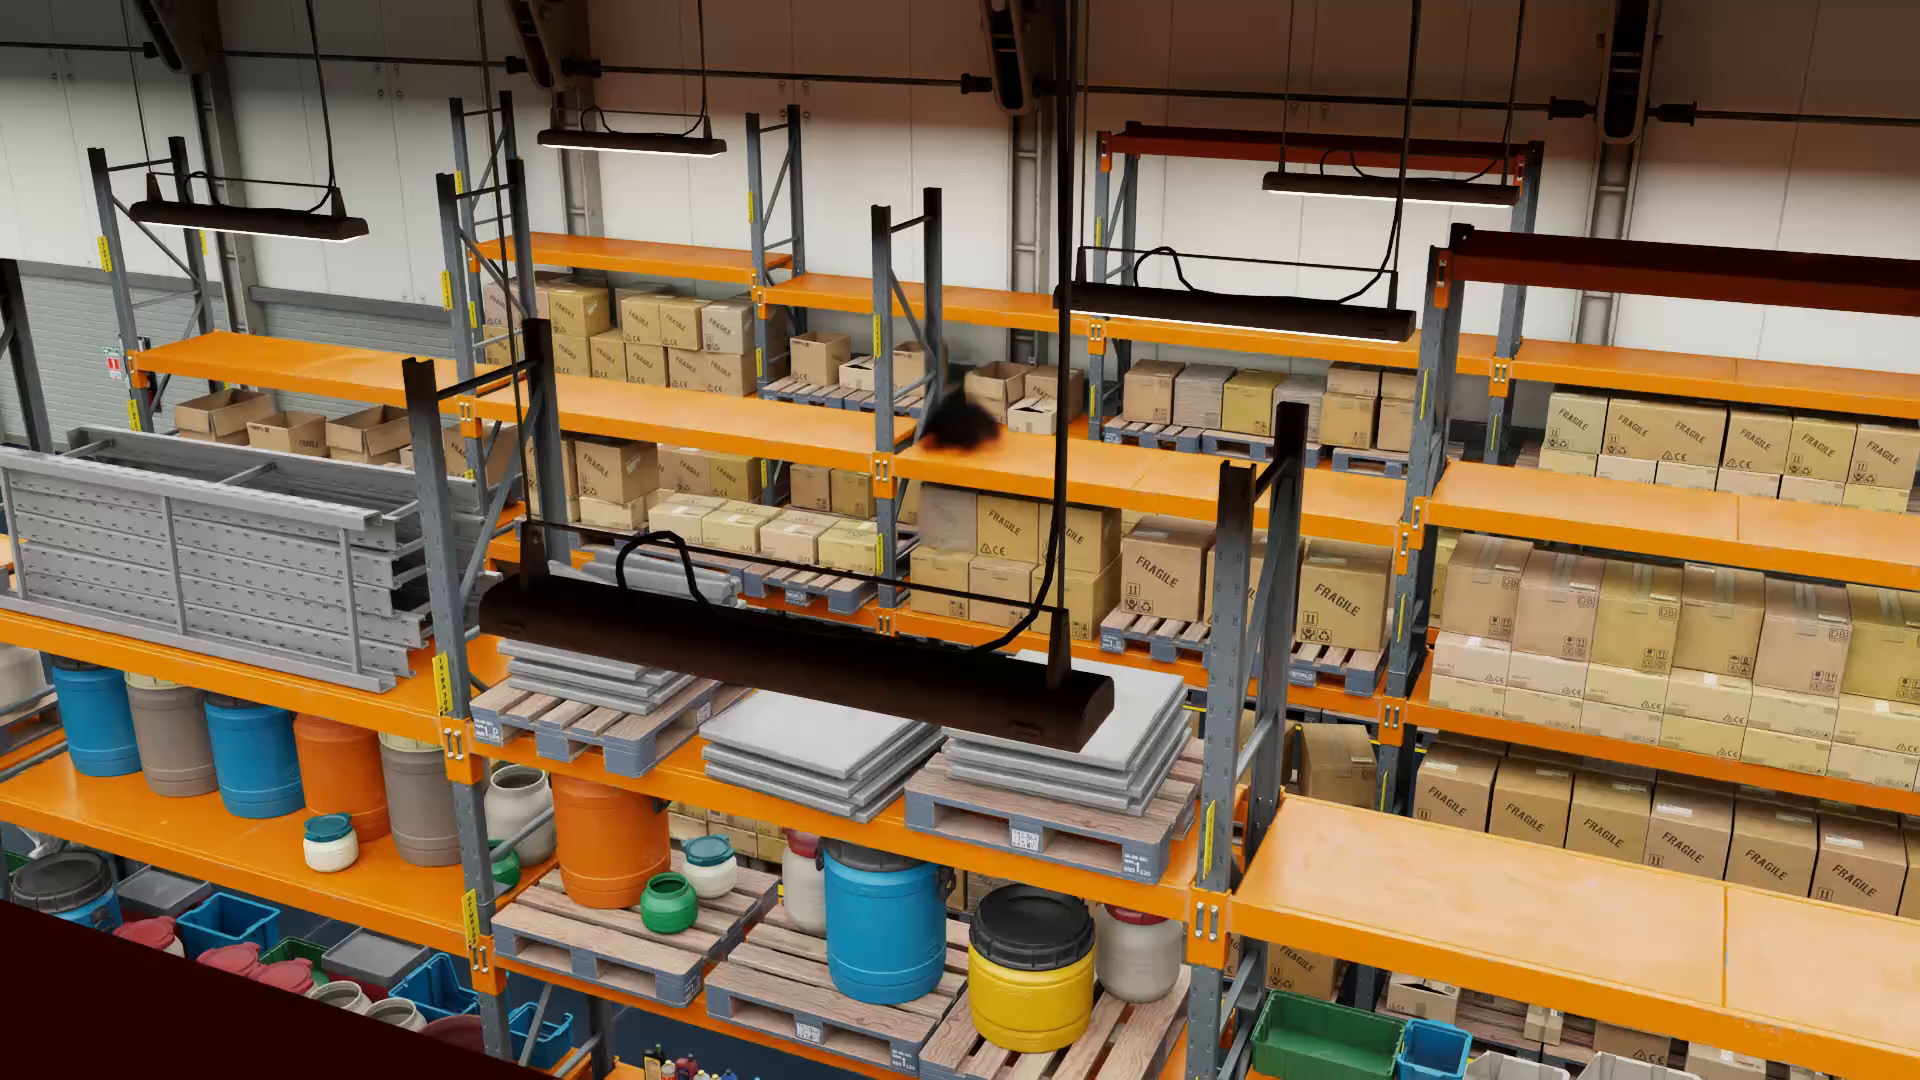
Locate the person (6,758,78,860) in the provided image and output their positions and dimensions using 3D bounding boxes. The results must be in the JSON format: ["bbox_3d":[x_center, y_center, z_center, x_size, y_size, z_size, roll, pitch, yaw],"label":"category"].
[{"bbox_3d":[-8.192,2.059,14.801,0.669,1.714,0.688,-10,23,-24],"label":"person"}]
